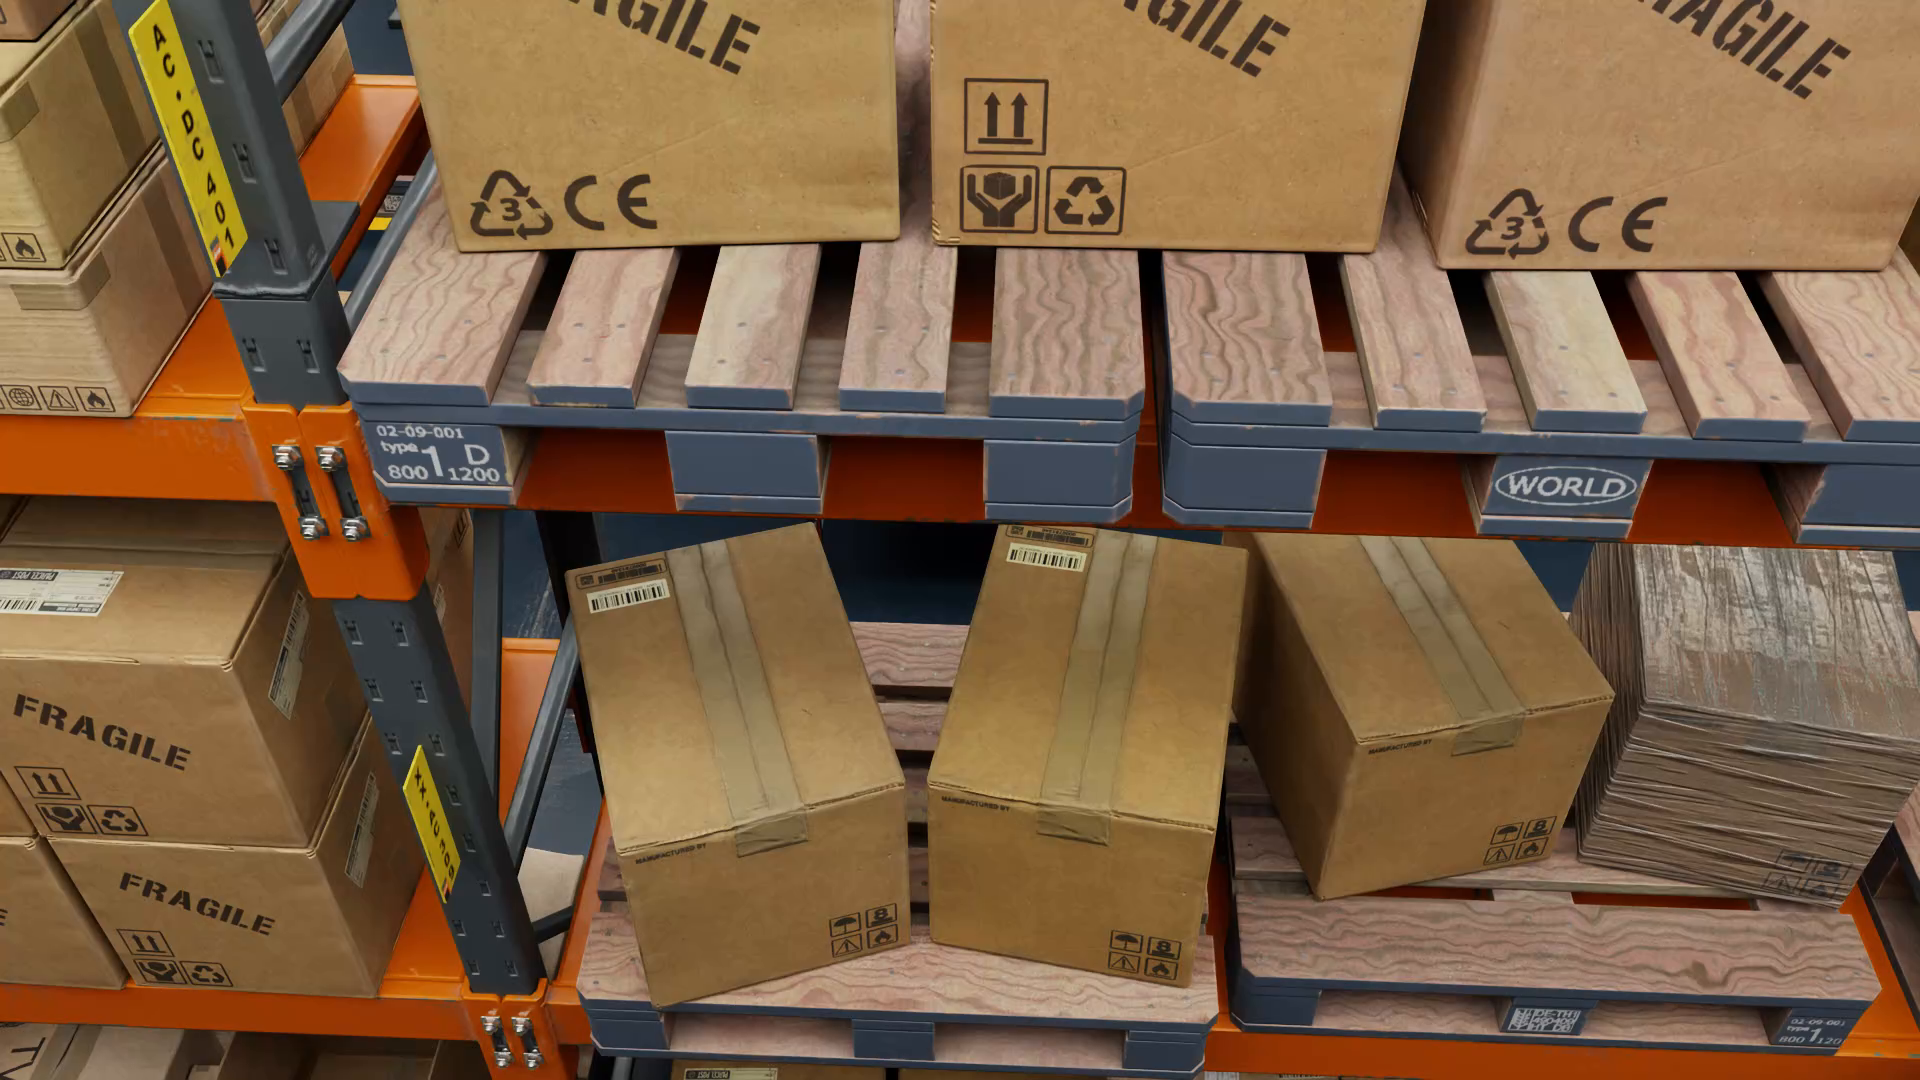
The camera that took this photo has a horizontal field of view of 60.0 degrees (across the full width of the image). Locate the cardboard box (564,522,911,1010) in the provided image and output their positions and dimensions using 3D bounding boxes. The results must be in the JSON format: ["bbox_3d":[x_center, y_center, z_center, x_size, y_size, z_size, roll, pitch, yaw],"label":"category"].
[{"bbox_3d":[-0.433,0.418,3.219,0.500,0.500,0.700,-12,44,-12],"label":"cardboard box"}]

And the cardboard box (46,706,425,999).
[{"bbox_3d":[-1.407,0.564,3.370,0.500,0.500,0.500,2,43,3],"label":"cardboard box"}]

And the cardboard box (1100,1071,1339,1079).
[{"bbox_3d":[0.575,1.132,3.795,0.500,0.250,0.500,2,43,2],"label":"cardboard box"}]

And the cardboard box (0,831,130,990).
[{"bbox_3d":[-1.922,0.549,3.386,0.500,0.500,0.500,3,43,3],"label":"cardboard box"}]

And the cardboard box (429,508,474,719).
[{"bbox_3d":[-1.393,0.204,3.757,0.500,0.500,0.500,3,43,3],"label":"cardboard box"}]

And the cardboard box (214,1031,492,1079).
[{"bbox_3d":[-1.478,1.371,4.089,0.500,0.500,0.500,2,43,2],"label":"cardboard box"}]

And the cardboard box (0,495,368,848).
[{"bbox_3d":[-1.413,0.200,3.028,0.500,0.500,0.500,2,43,2],"label":"cardboard box"}]

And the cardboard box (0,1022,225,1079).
[{"bbox_3d":[-2.227,1.417,4.178,0.500,0.311,0.500,2,43,2],"label":"cardboard box"}]

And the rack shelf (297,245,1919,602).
[{"bbox_3d":[1.102,-0.331,2.732,4.000,0.370,1.077,2,43,2],"label":"rack shelf"}]

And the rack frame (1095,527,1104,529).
[{"bbox_3d":[0.501,-0.396,5.850,0.032,1.125,0.500,2,43,2],"label":"rack frame"}]

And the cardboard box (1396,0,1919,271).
[{"bbox_3d":[0.937,-0.778,2.229,0.600,0.600,0.600,0,43,0],"label":"cardboard box"}]

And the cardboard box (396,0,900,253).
[{"bbox_3d":[-0.396,-0.817,2.271,0.600,0.600,0.600,-2,43,-2],"label":"cardboard box"}]

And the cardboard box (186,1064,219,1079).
[{"bbox_3d":[-1.855,1.529,4.177,0.250,0.149,0.380,2,43,2],"label":"cardboard box"}]

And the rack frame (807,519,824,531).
[{"bbox_3d":[-0.515,-0.427,5.884,0.032,1.125,0.500,2,43,2],"label":"rack frame"}]

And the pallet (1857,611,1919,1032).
[{"bbox_3d":[2.420,0.661,3.480,1.003,0.211,1.213,2,43,2],"label":"pallet"}]

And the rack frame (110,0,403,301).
[{"bbox_3d":[-0.896,-1.754,1.531,0.127,3.000,1.000,2,43,2],"label":"rack frame"}]

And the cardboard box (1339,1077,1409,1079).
[{"bbox_3d":[1.076,1.147,3.779,0.500,0.250,0.500,1,43,1],"label":"cardboard box"}]

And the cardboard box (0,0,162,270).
[{"bbox_3d":[-1.394,-0.614,2.251,0.500,0.250,0.500,2,43,2],"label":"cardboard box"}]

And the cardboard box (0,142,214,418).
[{"bbox_3d":[-1.394,-0.435,2.426,0.500,0.250,0.500,2,43,2],"label":"cardboard box"}]

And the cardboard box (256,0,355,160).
[{"bbox_3d":[-1.371,-0.785,2.801,0.500,0.250,0.500,2,43,2],"label":"cardboard box"}]

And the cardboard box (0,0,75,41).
[{"bbox_3d":[-1.383,-1.047,2.166,0.500,0.500,0.700,2,43,2],"label":"cardboard box"}]

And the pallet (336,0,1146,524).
[{"bbox_3d":[-0.248,-0.519,2.544,1.003,0.211,1.213,2,43,2],"label":"pallet"}]

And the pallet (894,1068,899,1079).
[{"bbox_3d":[-0.082,1.461,4.527,1.213,0.211,1.003,2,43,2],"label":"pallet"}]

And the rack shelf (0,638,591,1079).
[{"bbox_3d":[-2.894,0.643,3.887,4.000,0.370,1.077,2,43,2],"label":"rack shelf"}]

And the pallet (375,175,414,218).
[{"bbox_3d":[-2.627,-1.943,8.181,1.213,0.211,1.003,2,43,2],"label":"pallet"}]

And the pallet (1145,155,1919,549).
[{"bbox_3d":[0.789,-0.490,2.512,1.003,0.211,1.213,2,43,2],"label":"pallet"}]

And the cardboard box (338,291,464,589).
[{"bbox_3d":[-1.354,-0.167,3.422,0.500,0.500,0.500,3,43,3],"label":"cardboard box"}]

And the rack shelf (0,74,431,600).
[{"bbox_3d":[-2.894,-0.454,2.864,4.000,0.370,1.077,2,43,2],"label":"rack shelf"}]

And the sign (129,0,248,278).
[{"bbox_3d":[-0.913,-0.476,1.980,0.005,0.325,0.100,2,43,2],"label":"sign"}]

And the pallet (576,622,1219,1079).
[{"bbox_3d":[-0.103,0.611,3.535,1.213,0.211,1.003,2,43,2],"label":"pallet"}]

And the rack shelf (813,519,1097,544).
[{"bbox_3d":[-0.007,-0.233,6.033,1.000,0.278,0.538,2,43,2],"label":"rack shelf"}]

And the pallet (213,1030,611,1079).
[{"bbox_3d":[-1.582,1.440,4.549,1.213,0.211,1.003,2,43,2],"label":"pallet"}]

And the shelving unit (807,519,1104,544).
[{"bbox_3d":[-0.007,-0.412,5.867,1.048,1.125,0.538,2,43,2],"label":"shelving unit"}]

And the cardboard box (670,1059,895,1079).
[{"bbox_3d":[-0.424,1.376,4.084,0.500,0.500,0.500,0,43,0],"label":"cardboard box"}]

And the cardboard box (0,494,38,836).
[{"bbox_3d":[-1.925,0.186,3.043,0.500,0.500,0.500,1,43,1],"label":"cardboard box"}]

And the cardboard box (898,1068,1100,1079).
[{"bbox_3d":[0.110,1.385,4.074,0.500,0.500,0.500,2,43,2],"label":"cardboard box"}]

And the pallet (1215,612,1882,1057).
[{"bbox_3d":[1.157,0.578,3.570,1.213,0.211,1.003,2,43,2],"label":"pallet"}]

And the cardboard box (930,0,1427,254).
[{"bbox_3d":[0.273,-0.812,2.266,0.600,0.600,0.600,1,43,1],"label":"cardboard box"}]

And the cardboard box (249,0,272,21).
[{"bbox_3d":[-1.370,-0.968,2.631,0.500,0.250,0.500,2,43,2],"label":"cardboard box"}]

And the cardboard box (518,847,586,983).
[{"bbox_3d":[-1.305,1.104,4.514,0.500,0.311,0.500,2,43,2],"label":"cardboard box"}]

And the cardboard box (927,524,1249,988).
[{"bbox_3d":[0.257,0.396,3.243,0.500,0.500,0.700,8,44,9],"label":"cardboard box"}]

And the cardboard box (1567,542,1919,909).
[{"bbox_3d":[1.561,0.273,3.375,0.500,0.500,0.700,9,44,10],"label":"cardboard box"}]

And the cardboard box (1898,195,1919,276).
[{"bbox_3d":[1.634,-0.592,2.411,0.500,0.500,0.910,2,43,2],"label":"cardboard box"}]

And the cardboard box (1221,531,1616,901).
[{"bbox_3d":[0.872,0.263,3.385,0.500,0.500,0.700,-8,44,-9],"label":"cardboard box"}]

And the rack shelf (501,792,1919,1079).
[{"bbox_3d":[1.102,0.766,3.755,4.000,0.370,1.077,2,43,2],"label":"rack shelf"}]

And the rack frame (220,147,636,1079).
[{"bbox_3d":[-0.896,0.441,3.575,0.127,3.000,1.000,2,43,2],"label":"rack frame"}]

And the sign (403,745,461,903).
[{"bbox_3d":[-0.913,0.494,2.884,0.005,0.325,0.100,2,43,2],"label":"sign"}]
